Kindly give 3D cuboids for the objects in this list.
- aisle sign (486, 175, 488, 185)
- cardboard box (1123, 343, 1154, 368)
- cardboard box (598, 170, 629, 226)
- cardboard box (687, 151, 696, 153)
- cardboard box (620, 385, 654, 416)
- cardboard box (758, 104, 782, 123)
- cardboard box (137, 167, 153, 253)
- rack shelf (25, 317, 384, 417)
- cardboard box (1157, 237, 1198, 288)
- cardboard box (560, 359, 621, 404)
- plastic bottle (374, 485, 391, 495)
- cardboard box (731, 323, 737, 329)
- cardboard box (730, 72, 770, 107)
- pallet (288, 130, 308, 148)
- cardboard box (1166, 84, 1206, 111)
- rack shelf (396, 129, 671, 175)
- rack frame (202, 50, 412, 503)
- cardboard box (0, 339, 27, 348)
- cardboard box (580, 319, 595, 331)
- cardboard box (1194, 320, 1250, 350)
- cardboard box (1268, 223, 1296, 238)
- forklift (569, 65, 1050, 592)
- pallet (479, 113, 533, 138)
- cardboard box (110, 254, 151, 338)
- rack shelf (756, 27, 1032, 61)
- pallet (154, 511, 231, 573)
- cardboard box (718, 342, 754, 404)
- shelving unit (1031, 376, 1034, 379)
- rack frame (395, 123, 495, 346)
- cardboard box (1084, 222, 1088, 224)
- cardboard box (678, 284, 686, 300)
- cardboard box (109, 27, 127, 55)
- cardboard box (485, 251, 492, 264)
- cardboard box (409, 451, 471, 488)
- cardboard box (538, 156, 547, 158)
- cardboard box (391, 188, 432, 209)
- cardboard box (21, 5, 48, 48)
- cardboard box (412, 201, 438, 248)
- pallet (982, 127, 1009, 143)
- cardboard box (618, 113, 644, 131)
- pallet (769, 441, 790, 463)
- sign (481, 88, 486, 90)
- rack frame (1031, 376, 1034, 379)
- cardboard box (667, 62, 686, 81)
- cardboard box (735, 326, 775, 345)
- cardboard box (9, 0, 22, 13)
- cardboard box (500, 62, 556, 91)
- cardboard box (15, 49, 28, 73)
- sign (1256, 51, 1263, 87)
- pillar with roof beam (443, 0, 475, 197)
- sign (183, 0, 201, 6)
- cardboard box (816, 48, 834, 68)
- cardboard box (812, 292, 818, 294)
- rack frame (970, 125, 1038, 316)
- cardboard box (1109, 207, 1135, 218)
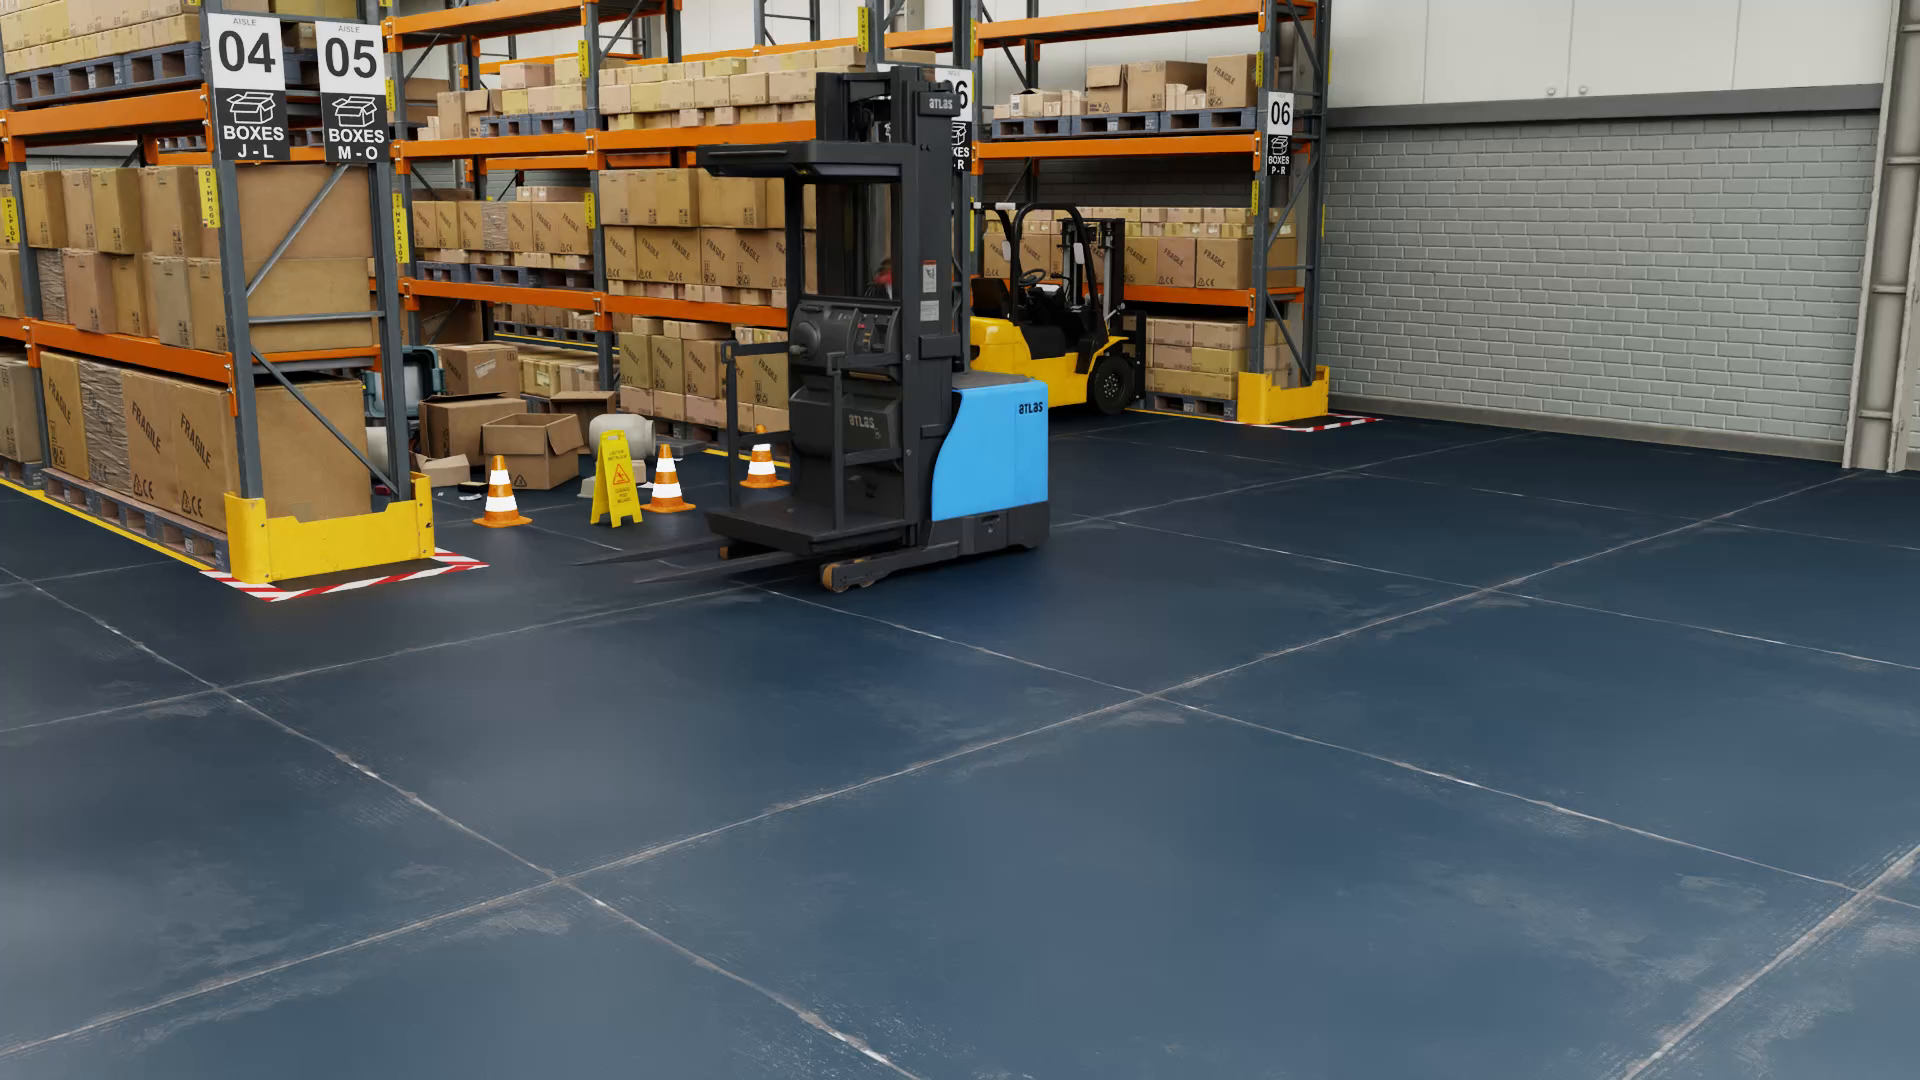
[{"bbox_3d":[-8.037,-6.292,27.573,0.394,0.787,0.004,-11,16,-43],"label":"aisle sign"},{"bbox_3d":[1.999,-1.993,17.684,0.500,0.250,0.500,-11,16,-44],"label":"cardboard box"},{"bbox_3d":[-2.931,-3.196,15.526,0.700,0.500,0.500,-11,16,-43],"label":"cardboard box"},{"bbox_3d":[-3.477,-5.465,22.940,0.500,0.250,0.500,-11,16,-43],"label":"cardboard box"},{"bbox_3d":[-2.866,-1.341,15.760,0.500,0.250,0.500,11,16,43],"label":"cardboard box"},{"bbox_3d":[-1.452,-3.532,13.812,0.380,0.149,0.250,-11,16,-43],"label":"cardboard box"},{"bbox_3d":[-4.789,-2.147,10.853,0.875,0.550,0.550,-11,16,-43],"label":"cardboard box"},{"bbox_3d":[-5.207,-1.257,11.361,1.077,0.370,4.000,-11,16,-43],"label":"rack shelf"},{"bbox_3d":[2.390,-2.875,17.186,0.500,0.500,0.500,-10,15,-41],"label":"cardboard box"},{"bbox_3d":[-3.442,-1.601,16.718,0.950,0.372,0.625,-11,16,-42],"label":"cardboard box"},{"bbox_3d":[-4.316,-0.397,12.689,0.133,0.061,0.283,6,13,26],"label":"plastic bottle"},{"bbox_3d":[-3.039,-2.969,23.044,0.500,0.500,0.500,-11,16,-43],"label":"cardboard box"},{"bbox_3d":[-1.572,-3.749,13.876,0.500,0.250,0.500,-10,16,-41],"label":"cardboard box"},{"bbox_3d":[-7.934,-5.022,20.893,1.217,0.209,0.805,11,16,43],"label":"pallet"},{"bbox_3d":[2.304,-4.488,16.871,0.396,0.266,0.258,-11,16,-42],"label":"cardboard box"},{"bbox_3d":[-4.459,-4.014,17.312,1.077,0.370,4.000,-11,16,-43],"label":"rack shelf"},{"bbox_3d":[-3.826,-1.317,9.872,1.000,3.000,0.127,-11,16,-43],"label":"rack frame"},{"bbox_3d":[-8.389,-1.360,14.615,1.050,0.750,0.750,-11,16,-42],"label":"cardboard box"},{"bbox_3d":[-5.613,-3.315,25.594,0.250,0.149,0.380,11,16,43],"label":"cardboard box"},{"bbox_3d":[2.728,-2.087,16.901,0.500,0.250,0.500,-10,15,-41],"label":"cardboard box"},{"bbox_3d":[3.225,-3.166,16.992,0.250,0.149,0.380,11,16,44],"label":"cardboard box"},{"bbox_3d":[-0.840,-1.254,9.734,3.031,2.935,1.130,-11,16,-43],"label":"forklift"},{"bbox_3d":[-4.146,-4.239,17.084,1.213,0.211,1.003,-11,16,-43],"label":"pallet"},{"bbox_3d":[-5.203,-1.687,11.293,0.875,0.550,0.500,-11,16,-43],"label":"cardboard box"},{"bbox_3d":[-0.872,-5.980,20.410,1.077,0.370,4.000,-11,16,-43],"label":"rack shelf"},{"bbox_3d":[-4.435,-0.057,10.667,1.003,0.211,1.213,-11,16,-43],"label":"pallet"},{"bbox_3d":[-1.764,-1.479,14.572,0.500,0.500,0.500,11,16,44],"label":"cardboard box"},{"bbox_3d":[0.332,-0.564,11.038,0.215,1.050,0.252,-12,17,-42],"label":"shelving unit"},{"bbox_3d":[-5.841,-3.189,18.959,1.000,3.000,0.127,-11,16,-43],"label":"rack frame"},{"bbox_3d":[1.402,-3.391,18.080,0.250,0.149,0.380,11,16,43],"label":"cardboard box"},{"bbox_3d":[-2.323,-2.252,15.033,0.380,0.149,0.250,-11,16,-43],"label":"cardboard box"},{"bbox_3d":[-5.004,-3.068,10.270,0.380,0.149,0.250,-11,16,-43],"label":"cardboard box"},{"bbox_3d":[-4.803,-3.003,17.637,0.380,0.149,0.250,-10,15,-40],"label":"cardboard box"},{"bbox_3d":[-4.069,-0.568,13.010,0.396,0.266,0.258,-8,14,-33],"label":"cardboard box"},{"bbox_3d":[-6.332,-6.015,25.862,0.380,0.149,0.250,-11,16,-42],"label":"cardboard box"},{"bbox_3d":[-6.387,-3.767,19.037,0.500,0.500,0.500,11,16,44],"label":"cardboard box"},{"bbox_3d":[-6.104,-3.513,11.443,0.500,0.250,0.500,-11,16,-43],"label":"cardboard box"},{"bbox_3d":[-5.697,-3.492,18.401,0.500,0.500,0.500,11,16,44],"label":"cardboard box"},{"bbox_3d":[-0.109,-4.800,19.818,1.217,0.209,0.805,11,16,43],"label":"pallet"},{"bbox_3d":[-2.902,-3.826,15.236,0.380,0.149,0.250,-11,16,-42],"label":"cardboard box"},{"bbox_3d":[-0.904,-0.791,14.226,1.003,0.211,1.213,-11,16,-43],"label":"pallet"},{"bbox_3d":[-5.447,-4.987,18.970,0.100,0.325,0.005,-11,16,-43],"label":"sign"},{"bbox_3d":[0.416,-0.547,10.952,0.200,1.050,0.008,-12,17,-42],"label":"rack frame"},{"bbox_3d":[-2.350,-4.106,14.620,0.250,0.149,0.380,11,16,43],"label":"cardboard box"},{"bbox_3d":[-1.712,-1.766,14.360,0.380,0.149,0.250,-10,15,-40],"label":"cardboard box"},{"bbox_3d":[-6.406,-3.755,11.627,0.380,0.149,0.250,-11,16,-43],"label":"cardboard box"},{"bbox_3d":[-4.291,-4.665,16.777,0.500,0.250,0.500,-11,16,-42],"label":"cardboard box"},{"bbox_3d":[-6.403,-3.364,11.706,0.380,0.149,0.250,-11,16,-42],"label":"cardboard box"},{"bbox_3d":[2.869,-4.505,15.911,0.100,0.325,0.005,-11,16,-43],"label":"sign"},{"bbox_3d":[-12.102,-7.907,26.988,9.100,9.000,0.400,-11,16,-43],"label":"pillar with roof beam"},{"bbox_3d":[-4.228,-3.108,9.131,0.100,0.325,0.005,-11,16,-43],"label":"sign"},{"bbox_3d":[-0.913,-3.810,13.183,0.380,0.149,0.250,-11,16,-42],"label":"cardboard box"},{"bbox_3d":[-0.984,-1.945,13.542,0.380,0.149,0.250,-11,16,-43],"label":"cardboard box"},{"bbox_3d":[0.509,-3.298,19.485,1.000,3.000,0.127,-11,16,-43],"label":"rack frame"},{"bbox_3d":[1.808,-3.472,17.740,0.380,0.149,0.250,-11,16,-42],"label":"cardboard box"}]
